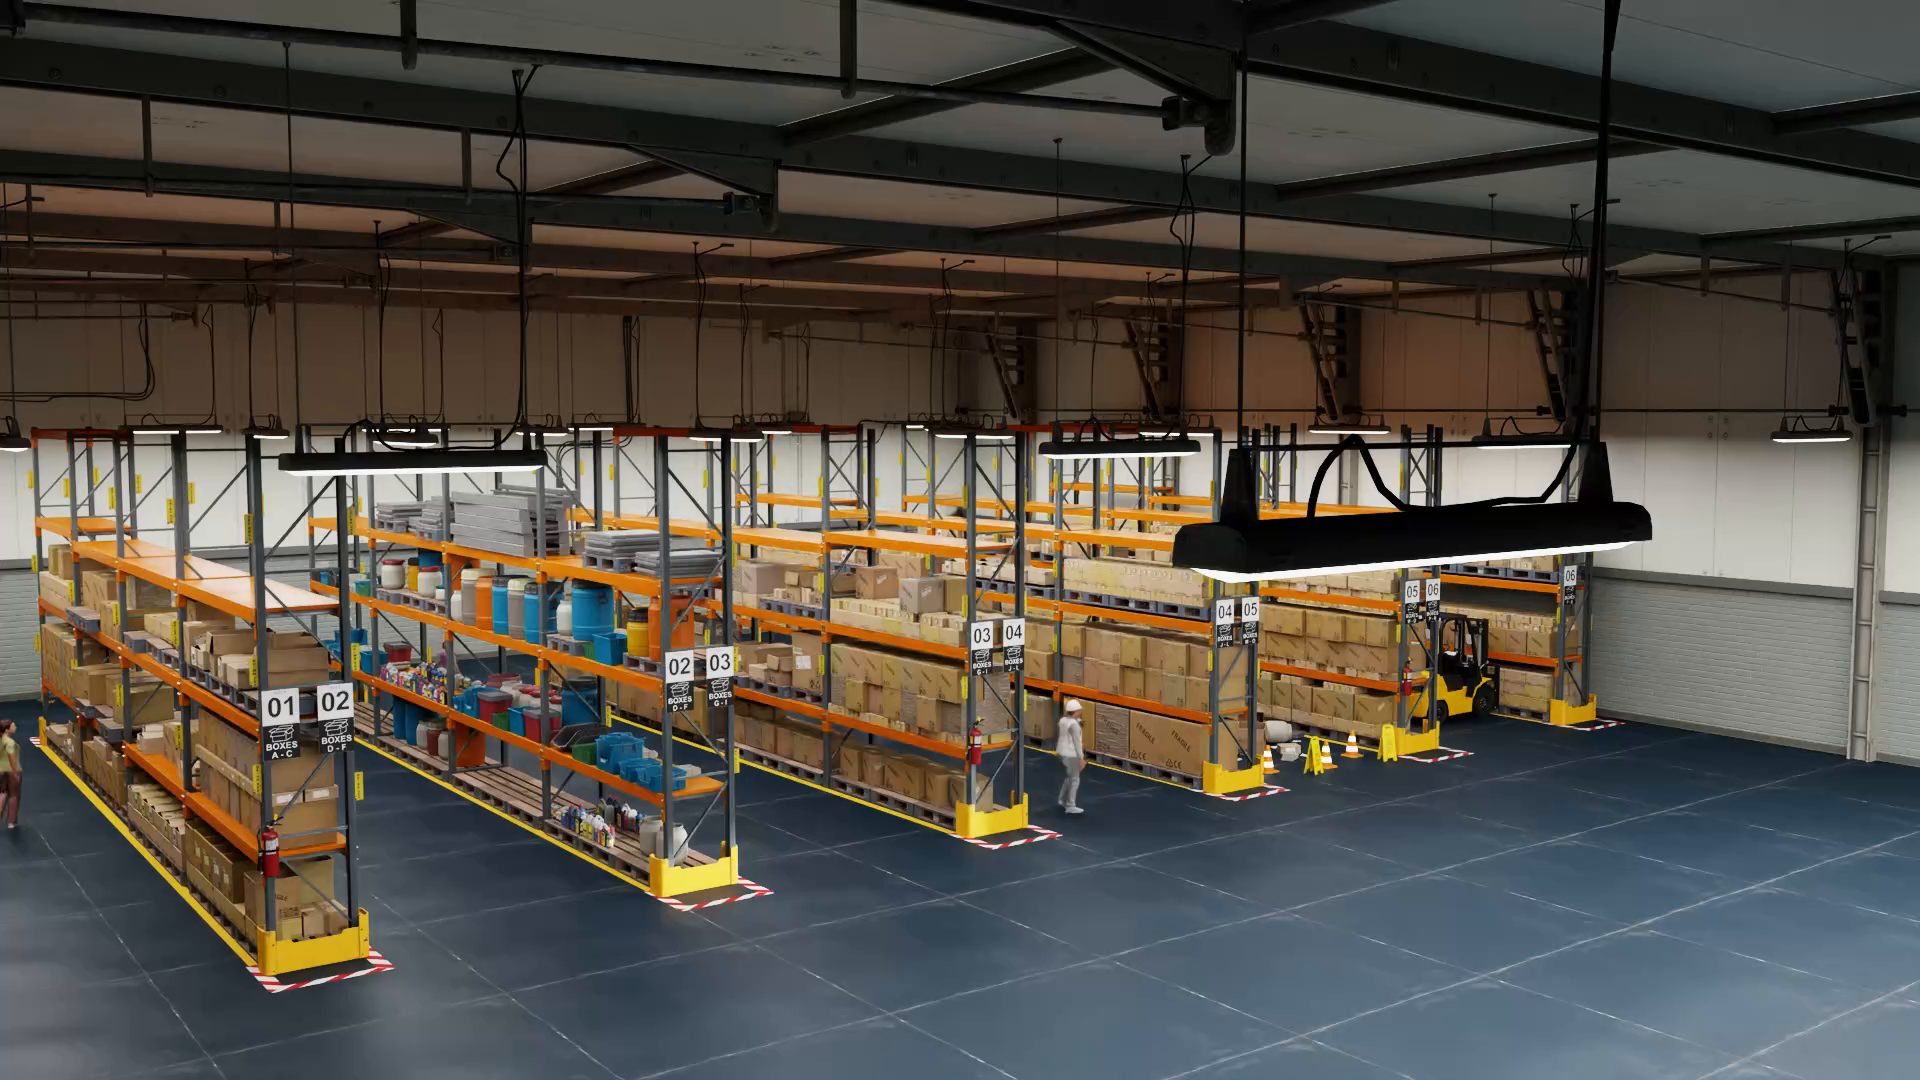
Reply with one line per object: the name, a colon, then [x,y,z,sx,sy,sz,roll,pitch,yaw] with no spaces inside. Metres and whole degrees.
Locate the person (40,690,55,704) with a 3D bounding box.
person: [-19.128,2.690,35.511,0.969,1.724,0.578,-2,5,-19]

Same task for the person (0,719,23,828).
person: [-14.362,3.520,25.025,0.447,1.664,0.523,0,4,-1]

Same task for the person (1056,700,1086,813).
person: [1.754,3.417,26.195,0.412,1.803,0.661,-2,5,-19]

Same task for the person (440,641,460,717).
person: [-10.454,2.857,34.152,0.478,1.629,0.450,2,5,25]
